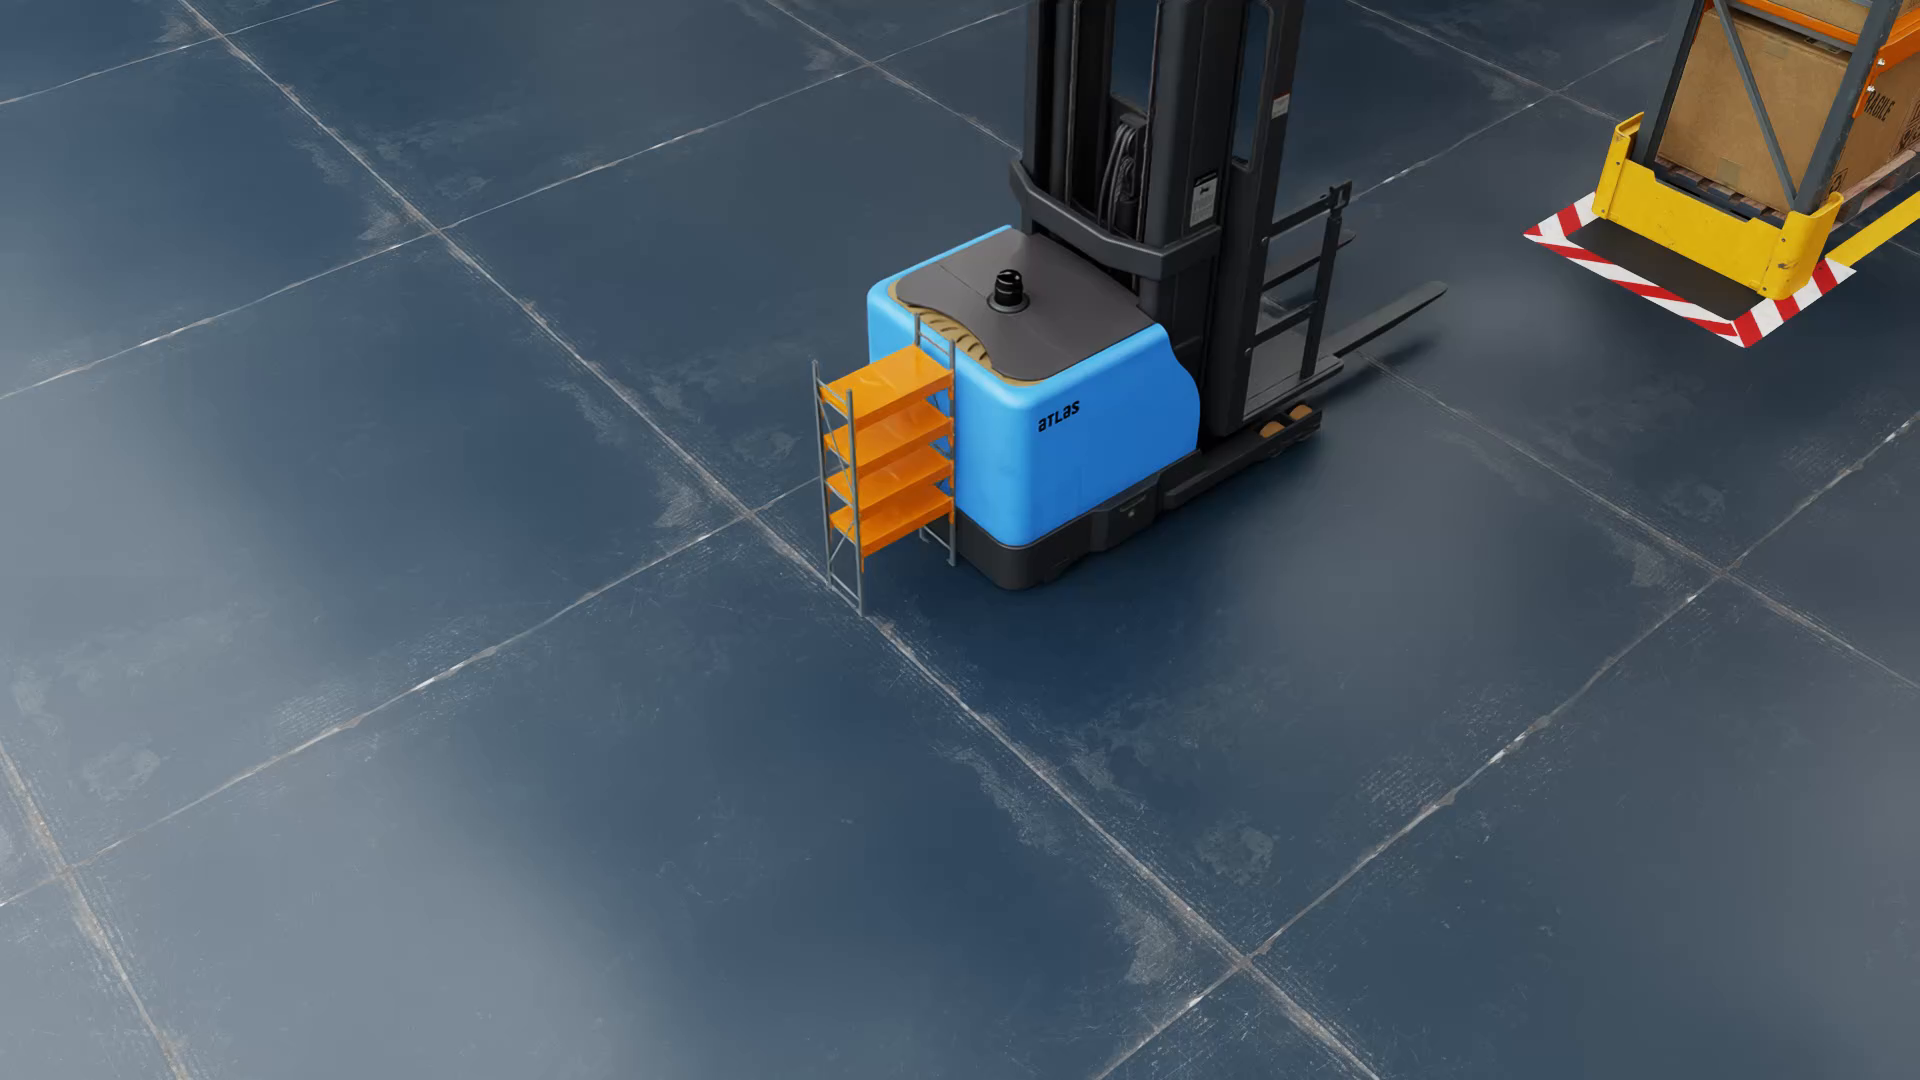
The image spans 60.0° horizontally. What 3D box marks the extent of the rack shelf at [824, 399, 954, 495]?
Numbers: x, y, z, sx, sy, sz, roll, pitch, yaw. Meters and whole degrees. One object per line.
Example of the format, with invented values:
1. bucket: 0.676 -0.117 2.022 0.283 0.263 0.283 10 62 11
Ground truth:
1. rack shelf: -0.288 -0.396 6.621 0.480 0.148 0.258 -29 50 -27

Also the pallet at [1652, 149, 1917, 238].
1. pallet: 4.577 -2.086 9.371 1.213 0.211 1.003 -30 51 -28

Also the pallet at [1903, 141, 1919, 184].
1. pallet: 5.513 -2.619 9.938 1.213 0.211 1.003 -30 51 -28

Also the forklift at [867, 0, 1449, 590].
1. forklift: 1.064 -1.706 6.979 3.031 2.935 1.130 -29 50 -27

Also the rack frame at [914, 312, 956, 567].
1. rack frame: -0.098 -0.387 6.839 0.015 1.200 0.240 -29 50 -27

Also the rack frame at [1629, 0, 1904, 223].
1. rack frame: 4.014 -2.710 7.998 0.127 3.000 1.000 -30 51 -28

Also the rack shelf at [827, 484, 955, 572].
1. rack shelf: -0.288 -0.088 6.910 0.480 0.148 0.258 -29 50 -27

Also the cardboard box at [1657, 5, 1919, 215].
1. cardboard box: 4.492 -2.421 8.936 0.875 0.875 0.875 -29 51 -28

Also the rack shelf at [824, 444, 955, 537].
1. rack shelf: -0.288 -0.233 6.774 0.480 0.148 0.258 -29 50 -27

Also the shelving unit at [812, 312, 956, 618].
1. shelving unit: -0.288 -0.282 6.728 0.503 1.200 0.258 -29 50 -27

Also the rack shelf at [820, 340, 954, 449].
1. rack shelf: -0.288 -0.569 6.459 0.480 0.148 0.258 -29 50 -27

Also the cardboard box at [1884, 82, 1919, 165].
1. cardboard box: 5.166 -2.809 9.349 0.875 0.875 0.875 -31 51 -28

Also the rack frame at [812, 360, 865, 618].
1. rack frame: -0.478 -0.177 6.616 0.015 1.200 0.240 -29 50 -27

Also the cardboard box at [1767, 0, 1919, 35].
1. cardboard box: 4.270 -2.952 8.146 0.550 0.550 0.875 -30 51 -28

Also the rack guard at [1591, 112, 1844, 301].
1. rack guard: 3.996 -1.789 8.843 0.348 0.500 1.175 -30 51 -28

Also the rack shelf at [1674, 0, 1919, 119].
1. rack shelf: 5.548 -3.326 9.180 4.000 0.370 1.077 -30 51 -28
